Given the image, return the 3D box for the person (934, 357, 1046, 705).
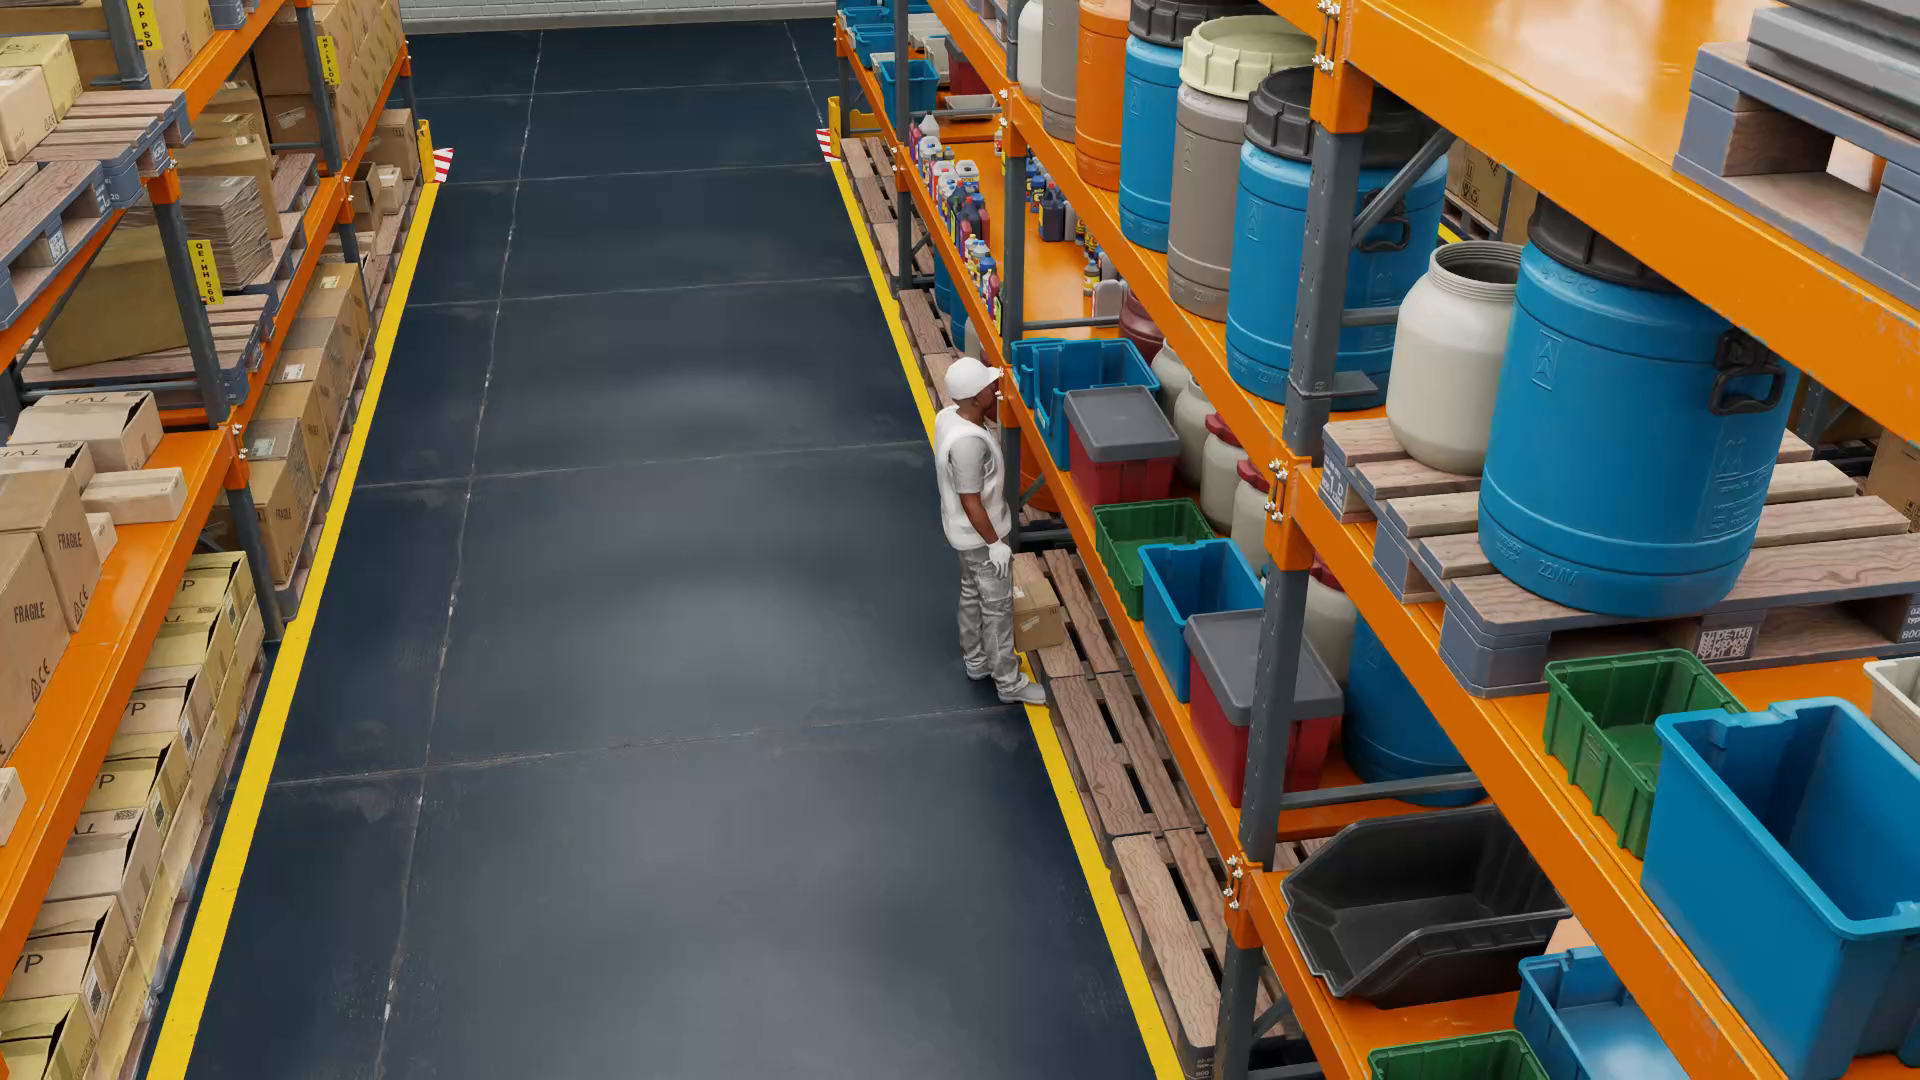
[{"bbox_3d":[0.168,-0.066,8.213,0.577,1.783,0.657,-5,31,-9],"label":"person"}]
